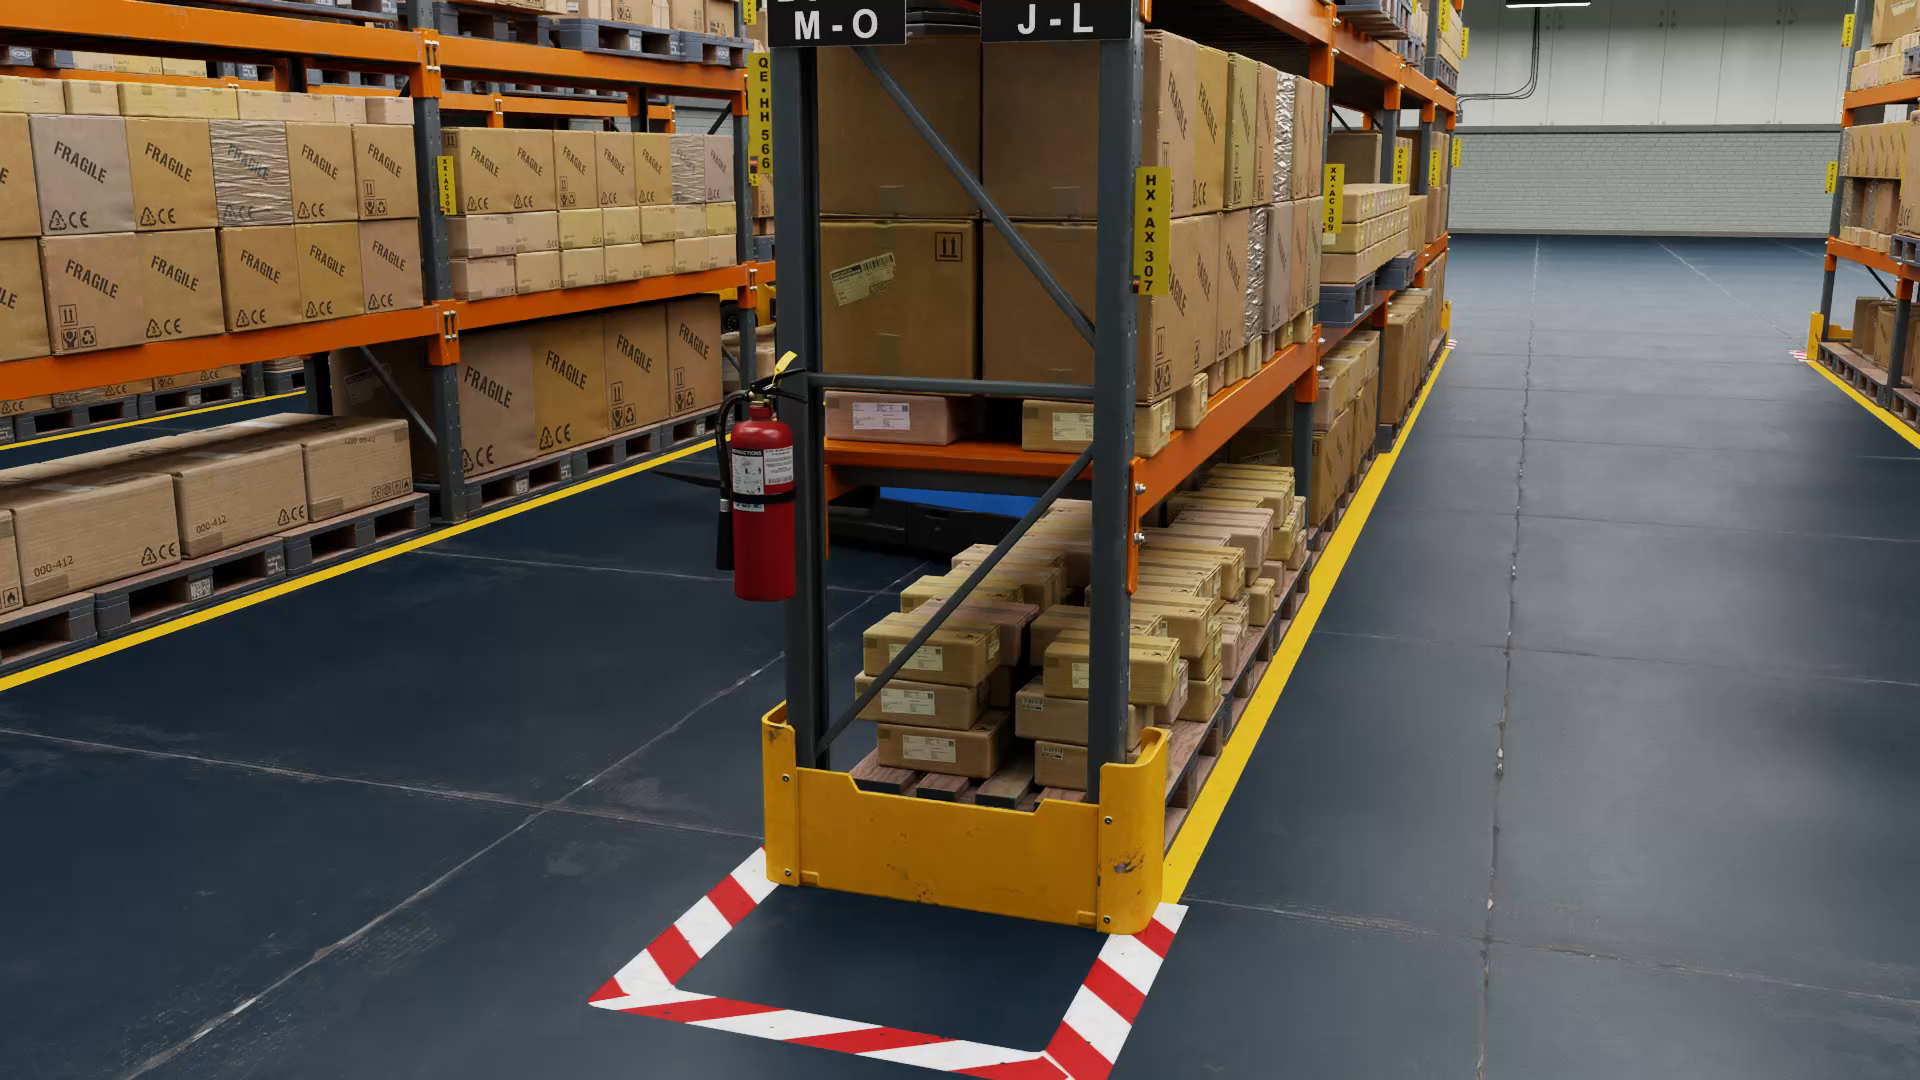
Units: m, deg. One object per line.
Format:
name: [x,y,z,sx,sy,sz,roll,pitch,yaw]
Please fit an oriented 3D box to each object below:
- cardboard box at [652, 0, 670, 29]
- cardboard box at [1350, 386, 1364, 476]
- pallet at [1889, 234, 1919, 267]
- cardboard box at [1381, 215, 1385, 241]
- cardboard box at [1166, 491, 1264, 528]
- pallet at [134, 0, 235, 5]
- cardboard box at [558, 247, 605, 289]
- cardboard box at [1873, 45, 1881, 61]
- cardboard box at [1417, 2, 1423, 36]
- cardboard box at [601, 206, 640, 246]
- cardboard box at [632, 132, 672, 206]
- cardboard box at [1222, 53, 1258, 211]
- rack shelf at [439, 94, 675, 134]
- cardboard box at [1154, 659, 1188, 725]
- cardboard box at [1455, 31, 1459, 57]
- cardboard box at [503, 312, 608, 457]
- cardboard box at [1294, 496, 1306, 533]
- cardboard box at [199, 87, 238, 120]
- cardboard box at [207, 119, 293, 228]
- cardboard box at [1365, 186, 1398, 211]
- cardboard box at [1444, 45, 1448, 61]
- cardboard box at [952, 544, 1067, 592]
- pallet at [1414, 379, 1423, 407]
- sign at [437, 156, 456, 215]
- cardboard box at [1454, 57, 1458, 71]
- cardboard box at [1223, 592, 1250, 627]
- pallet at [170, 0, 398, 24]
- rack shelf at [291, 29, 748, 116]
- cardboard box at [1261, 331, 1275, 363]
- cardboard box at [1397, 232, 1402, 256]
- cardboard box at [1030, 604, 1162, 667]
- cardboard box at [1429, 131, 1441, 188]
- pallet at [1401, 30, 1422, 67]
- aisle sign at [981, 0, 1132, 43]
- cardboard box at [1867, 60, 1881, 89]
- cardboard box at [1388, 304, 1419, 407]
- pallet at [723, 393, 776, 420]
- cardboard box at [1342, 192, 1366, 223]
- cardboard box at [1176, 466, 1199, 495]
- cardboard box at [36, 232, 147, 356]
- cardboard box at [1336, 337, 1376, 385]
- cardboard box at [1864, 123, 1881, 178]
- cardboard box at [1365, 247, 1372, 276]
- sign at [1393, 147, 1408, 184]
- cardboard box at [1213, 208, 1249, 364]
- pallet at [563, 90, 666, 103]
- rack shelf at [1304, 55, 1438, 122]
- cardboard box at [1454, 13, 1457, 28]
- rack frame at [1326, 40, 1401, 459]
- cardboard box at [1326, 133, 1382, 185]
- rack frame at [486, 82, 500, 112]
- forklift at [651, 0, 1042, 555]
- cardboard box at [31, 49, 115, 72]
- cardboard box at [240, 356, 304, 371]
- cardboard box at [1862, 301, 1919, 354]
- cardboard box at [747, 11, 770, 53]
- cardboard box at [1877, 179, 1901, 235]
cardboard box: [-2.263,-3.722,11.670,0.396,0.266,0.258,4,13,17]
cardboard box: [2.276,-0.707,10.520,0.500,0.500,0.500,4,13,16]
pallet: [8.138,-2.320,13.343,1.003,0.211,1.213,4,14,18]
cardboard box: [2.257,-1.812,9.637,0.380,0.149,0.250,4,13,17]
cardboard box: [1.129,-0.111,7.358,0.380,0.149,0.250,5,14,20]
pallet: [-4.113,-2.585,7.530,1.003,0.211,1.213,4,14,18]
cardboard box: [-2.703,-1.809,11.012,0.500,0.250,0.500,4,14,18]
cardboard box: [9.131,-4.736,16.196,0.380,0.149,0.250,4,14,18]
cardboard box: [3.504,-4.230,13.570,0.500,0.311,0.500,4,13,16]
cardboard box: [-2.541,-2.159,11.419,0.500,0.250,0.500,4,13,17]
cardboard box: [-2.393,-2.631,11.803,0.500,0.500,0.500,4,14,18]
cardboard box: [0.723,-1.387,5.684,0.500,0.500,0.500,4,13,17]
rack shelf: [-4.905,-5.167,20.260,1.077,0.370,4.000,4,14,18]
cardboard box: [0.534,0.479,5.443,0.380,0.149,0.250,4,14,18]
cardboard box: [5.100,-5.344,17.919,0.500,0.250,0.500,4,14,19]
cardboard box: [-3.032,-1.089,11.349,0.875,0.875,0.875,5,14,20]
cardboard box: [1.473,-0.129,8.105,0.380,0.149,0.250,5,14,20]
cardboard box: [-3.714,-2.093,7.988,0.380,0.149,0.250,4,13,17]
cardboard box: [-3.661,-1.796,8.144,0.500,0.500,0.500,5,14,19]
cardboard box: [2.509,-2.122,10.326,0.380,0.149,0.250,4,14,18]
cardboard box: [4.547,-4.748,16.203,0.380,0.149,0.250,4,13,18]
cardboard box: [0.189,0.127,6.318,0.380,0.149,0.250,5,14,20]
pallet: [3.684,-1.415,15.213,1.003,0.211,1.213,4,14,18]
sign: [-2.917,-2.014,9.448,0.100,0.325,0.005,4,14,18]
cardboard box: [5.205,-5.176,18.082,0.380,0.149,0.250,5,14,19]
cardboard box: [0.987,0.302,6.886,0.380,0.149,0.250,5,14,19]
pallet: [-3.717,-2.841,8.651,1.003,0.211,1.213,4,14,18]
rack shelf: [-2.795,-3.126,11.318,1.077,0.370,4.000,4,14,18]
cardboard box: [1.114,-0.833,6.959,0.380,0.149,0.250,4,13,16]
cardboard box: [2.679,-1.939,10.864,0.380,0.149,0.250,5,14,19]
cardboard box: [0.446,0.327,5.441,0.380,0.149,0.250,5,14,19]
cardboard box: [4.387,-3.845,16.830,0.875,0.550,0.550,4,14,18]
pallet: [2.727,-3.610,12.246,1.213,0.211,1.003,5,14,21]
aisle sign: [0.240,-1.646,4.117,0.394,0.787,0.004,4,14,18]
cardboard box: [9.092,-4.500,16.057,0.500,0.250,0.500,4,14,18]
cardboard box: [3.130,-1.514,13.493,1.050,0.750,0.750,5,14,19]
pallet: [-1.894,-1.240,14.447,1.003,0.211,1.213,4,14,18]
cardboard box: [1.837,-1.680,8.392,0.380,0.149,0.250,5,14,21]
cardboard box: [0.967,-0.305,8.210,0.380,0.149,0.250,5,14,21]
cardboard box: [-3.991,-1.094,7.317,0.500,0.500,0.500,4,14,18]
cardboard box: [2.442,-1.182,10.913,0.500,0.250,0.500,5,14,19]
cardboard box: [8.897,-3.675,15.710,0.500,0.500,0.500,4,14,18]
cardboard box: [2.006,-1.501,8.945,0.380,0.149,0.250,4,14,19]
sign: [3.085,-2.589,11.666,0.100,0.325,0.005,4,14,18]
cardboard box: [0.706,-0.901,5.801,0.500,0.500,0.500,5,14,19]
pallet: [-4.511,-5.749,21.391,1.003,0.211,1.213,4,14,18]
rack shelf: [3.216,-3.633,13.540,1.077,0.370,4.000,4,14,18]
cardboard box: [4.957,-5.404,17.285,0.380,0.149,0.250,4,13,18]
rack frame: [2.568,-2.100,11.948,1.000,3.000,0.127,4,14,18]
cardboard box: [2.723,-2.730,12.237,0.700,0.500,0.500,4,14,18]
rack frame: [-5.552,-3.634,18.669,1.000,3.000,0.127,4,14,18]
forklift: [-0.508,-1.510,9.516,3.031,2.935,1.130,9,16,35]
cardboard box: [-7.106,-3.844,13.186,0.500,0.250,0.500,4,14,18]
cardboard box: [-6.631,-1.969,15.768,0.875,0.625,0.625,5,14,20]
cardboard box: [9.438,-2.134,16.769,0.500,0.500,0.500,9,15,33]
cardboard box: [-1.832,-4.145,13.943,0.700,0.500,0.500,4,14,18]
cardboard box: [8.989,-3.063,15.275,0.875,0.500,0.500,4,14,18]
